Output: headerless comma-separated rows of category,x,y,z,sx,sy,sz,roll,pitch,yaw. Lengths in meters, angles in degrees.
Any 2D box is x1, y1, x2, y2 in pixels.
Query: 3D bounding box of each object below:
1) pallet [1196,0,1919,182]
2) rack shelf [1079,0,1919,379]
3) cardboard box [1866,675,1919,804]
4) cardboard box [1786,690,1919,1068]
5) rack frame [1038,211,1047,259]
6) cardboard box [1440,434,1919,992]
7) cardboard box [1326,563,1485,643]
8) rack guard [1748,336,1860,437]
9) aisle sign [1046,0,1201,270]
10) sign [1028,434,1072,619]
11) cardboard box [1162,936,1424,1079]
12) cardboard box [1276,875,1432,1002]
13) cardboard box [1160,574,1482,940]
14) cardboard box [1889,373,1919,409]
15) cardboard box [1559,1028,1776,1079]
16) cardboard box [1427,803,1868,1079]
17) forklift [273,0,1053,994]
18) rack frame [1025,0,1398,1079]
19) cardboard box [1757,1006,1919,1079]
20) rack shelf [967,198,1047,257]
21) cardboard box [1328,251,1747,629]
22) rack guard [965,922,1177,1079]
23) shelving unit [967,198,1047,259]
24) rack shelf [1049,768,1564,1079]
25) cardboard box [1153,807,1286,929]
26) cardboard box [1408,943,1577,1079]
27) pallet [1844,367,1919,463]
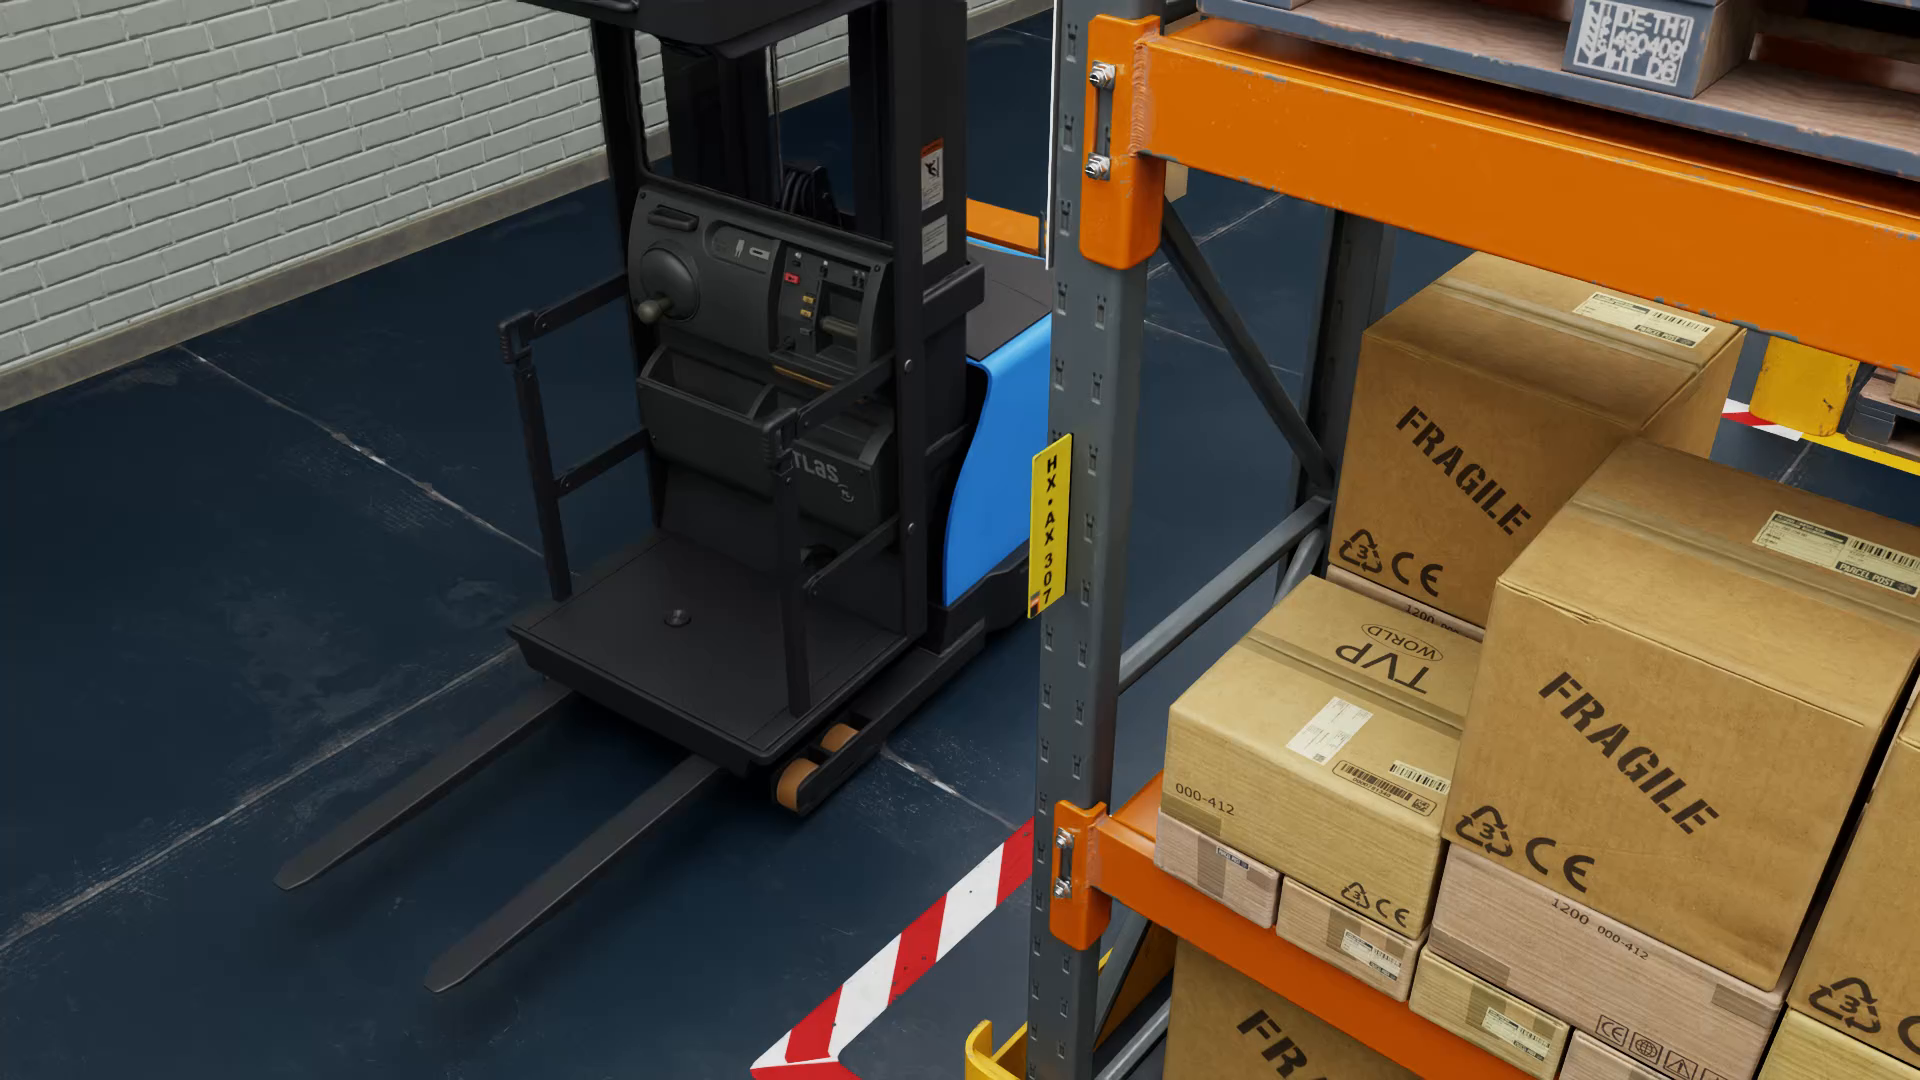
pallet,1.087,-0.805,2.201,1.213,0.211,1.003,25,42,32
rack shelf,2.047,-0.085,1.710,4.000,0.370,1.077,25,42,32
cardboard box,1.441,0.314,3.013,0.500,0.250,0.500,24,41,31
cardboard box,1.492,0.418,2.199,0.500,0.500,0.500,24,41,31
rack frame,0.349,-0.700,6.210,0.015,1.200,0.240,21,40,28
cardboard box,1.090,0.233,2.468,0.500,0.500,0.500,24,41,31
cardboard box,1.052,0.130,3.281,0.500,0.250,0.500,25,41,31
rack guard,3.819,-0.933,7.167,0.348,0.500,1.175,25,42,32
aisle sign,0.262,-0.837,2.522,0.004,0.787,0.394,25,42,32
sign,0.150,-0.020,2.794,0.005,0.325,0.100,25,42,32
cardboard box,1.053,1.030,3.606,0.875,0.875,0.875,25,42,32
cardboard box,0.769,0.599,2.951,0.250,0.149,0.380,25,41,31
cardboard box,0.706,0.361,2.944,0.500,0.250,0.500,24,41,31
cardboard box,3.959,-0.660,6.708,0.250,0.149,0.380,26,42,33
cardboard box,1.168,0.785,2.679,0.250,0.149,0.380,25,41,31
cardboard box,1.110,0.547,2.674,0.500,0.250,0.500,25,41,31
forklift,-0.722,-0.691,4.666,1.130,2.935,3.031,22,40,28
rack frame,0.510,0.131,3.410,0.127,3.000,1.000,25,42,32
cardboard box,1.493,0.730,2.407,0.500,0.250,0.500,24,41,30
rack shelf,0.148,-1.103,6.101,0.480,0.148,0.258,21,40,28
cardboard box,1.052,-0.177,3.066,0.500,0.500,0.500,26,42,32
rack guard,0.491,1.152,4.130,0.348,0.500,1.175,25,42,32
shelving unit,0.148,-0.779,6.324,0.503,1.200,0.258,21,40,28
rack shelf,2.047,1.152,2.559,4.000,0.370,1.077,25,42,32
cardboard box,0.571,0.506,3.085,0.250,0.149,0.380,26,42,32
cardboard box,0.966,0.691,2.816,0.250,0.149,0.380,24,41,31
pallet,4.421,-0.504,6.797,1.213,0.211,1.003,25,42,32
